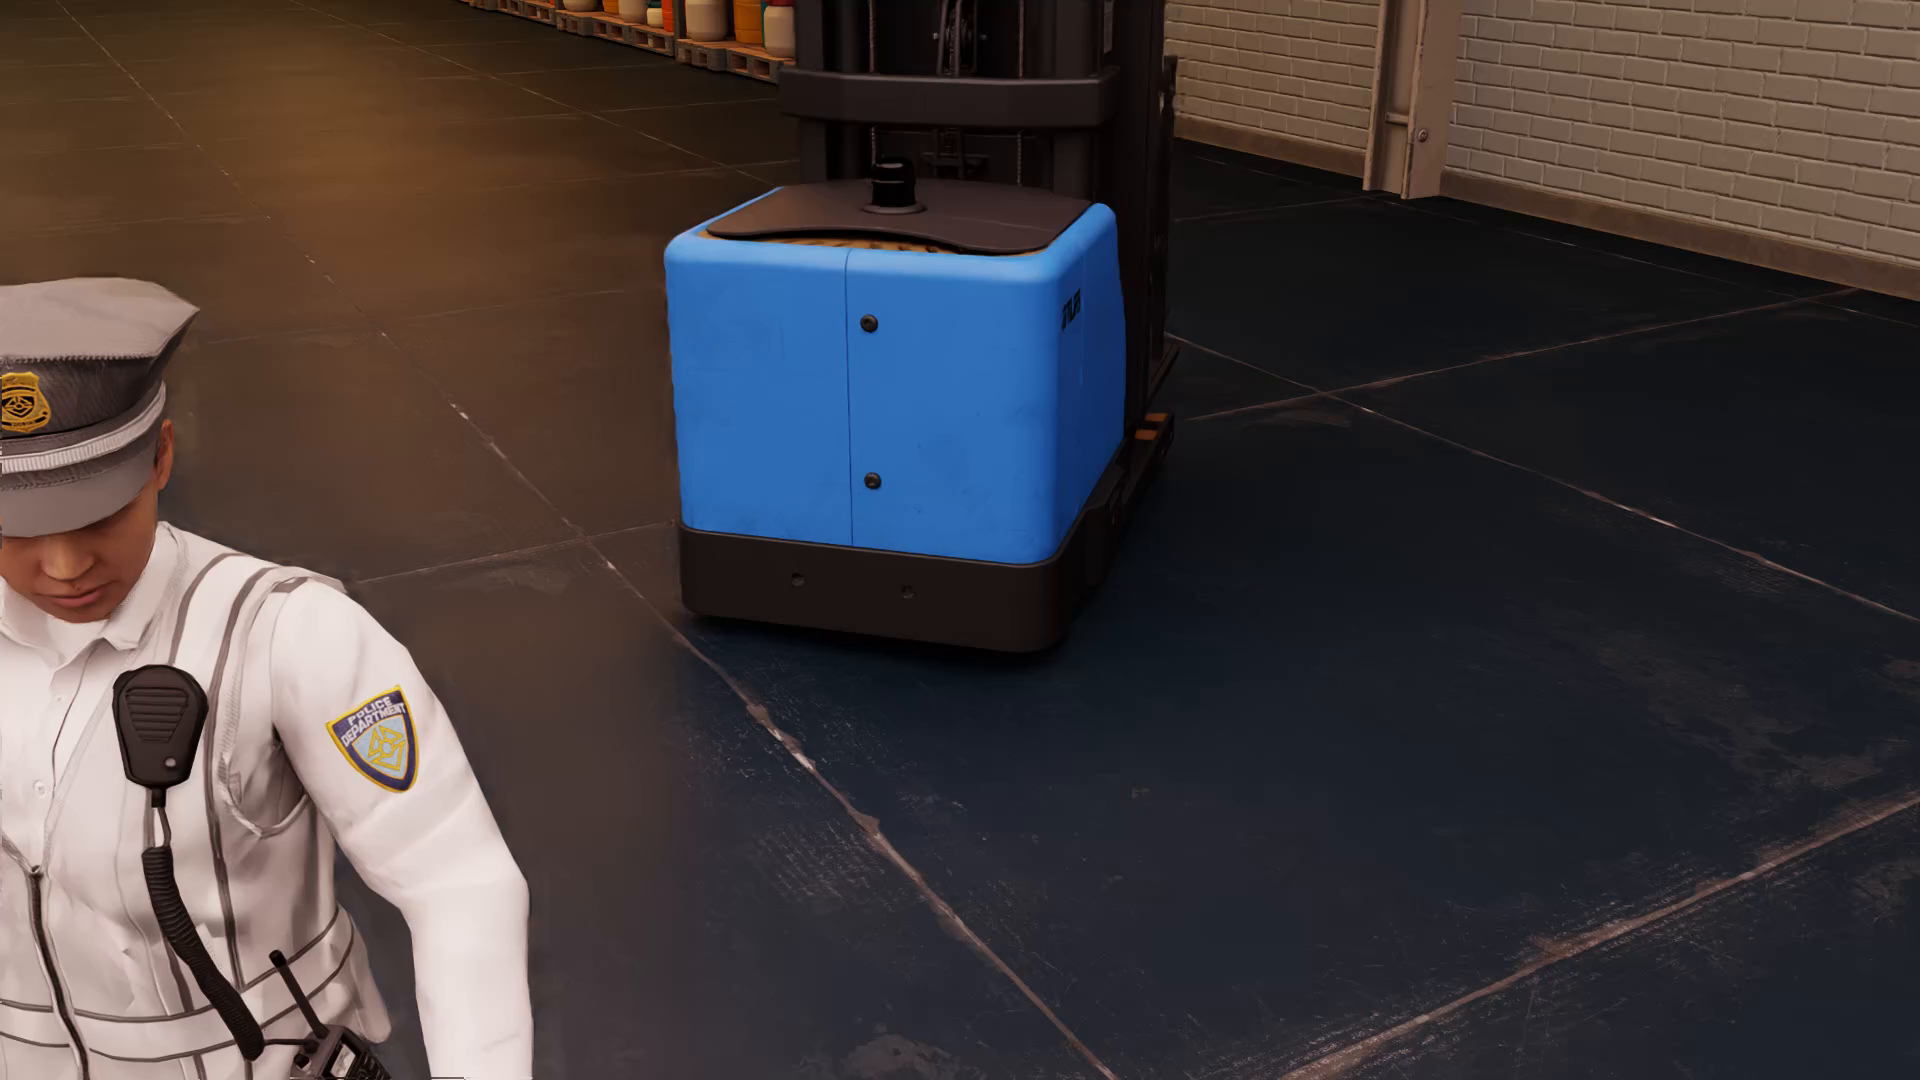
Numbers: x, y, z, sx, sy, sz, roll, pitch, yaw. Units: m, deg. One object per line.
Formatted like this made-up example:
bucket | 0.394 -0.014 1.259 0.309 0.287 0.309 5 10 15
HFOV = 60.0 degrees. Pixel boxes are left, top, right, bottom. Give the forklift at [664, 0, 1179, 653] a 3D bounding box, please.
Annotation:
forklift | 0.127 -1.599 5.170 1.130 2.935 3.031 6 23 14

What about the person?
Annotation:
person | -0.733 0.602 1.560 0.823 1.683 0.441 4 23 10
